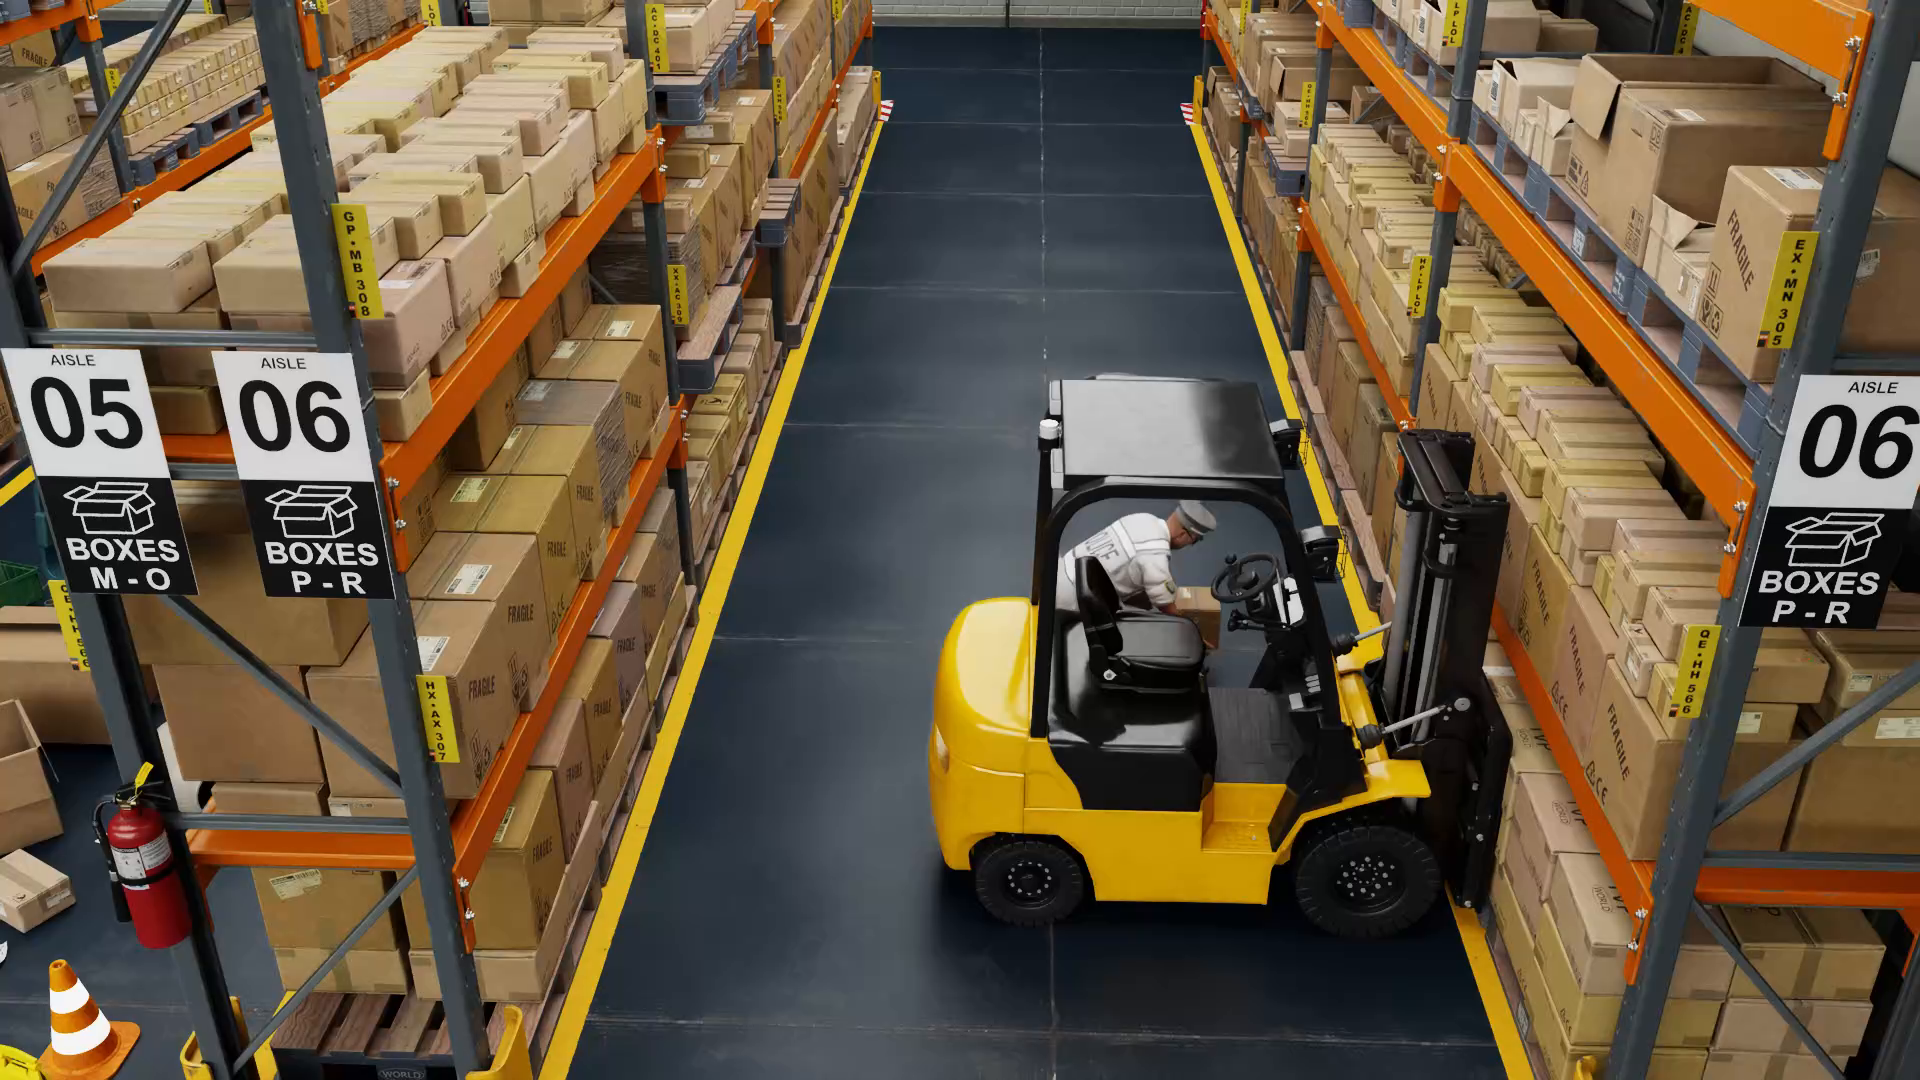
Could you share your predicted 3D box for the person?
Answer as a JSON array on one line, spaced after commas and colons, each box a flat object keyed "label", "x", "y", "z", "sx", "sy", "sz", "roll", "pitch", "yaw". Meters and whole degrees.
[{"label": "person", "x": 0.911, "y": 0.256, "z": 8.933, "sx": 0.904, "sy": 1.010, "sz": 0.568, "roll": 1, "pitch": 28, "yaw": 2}]
